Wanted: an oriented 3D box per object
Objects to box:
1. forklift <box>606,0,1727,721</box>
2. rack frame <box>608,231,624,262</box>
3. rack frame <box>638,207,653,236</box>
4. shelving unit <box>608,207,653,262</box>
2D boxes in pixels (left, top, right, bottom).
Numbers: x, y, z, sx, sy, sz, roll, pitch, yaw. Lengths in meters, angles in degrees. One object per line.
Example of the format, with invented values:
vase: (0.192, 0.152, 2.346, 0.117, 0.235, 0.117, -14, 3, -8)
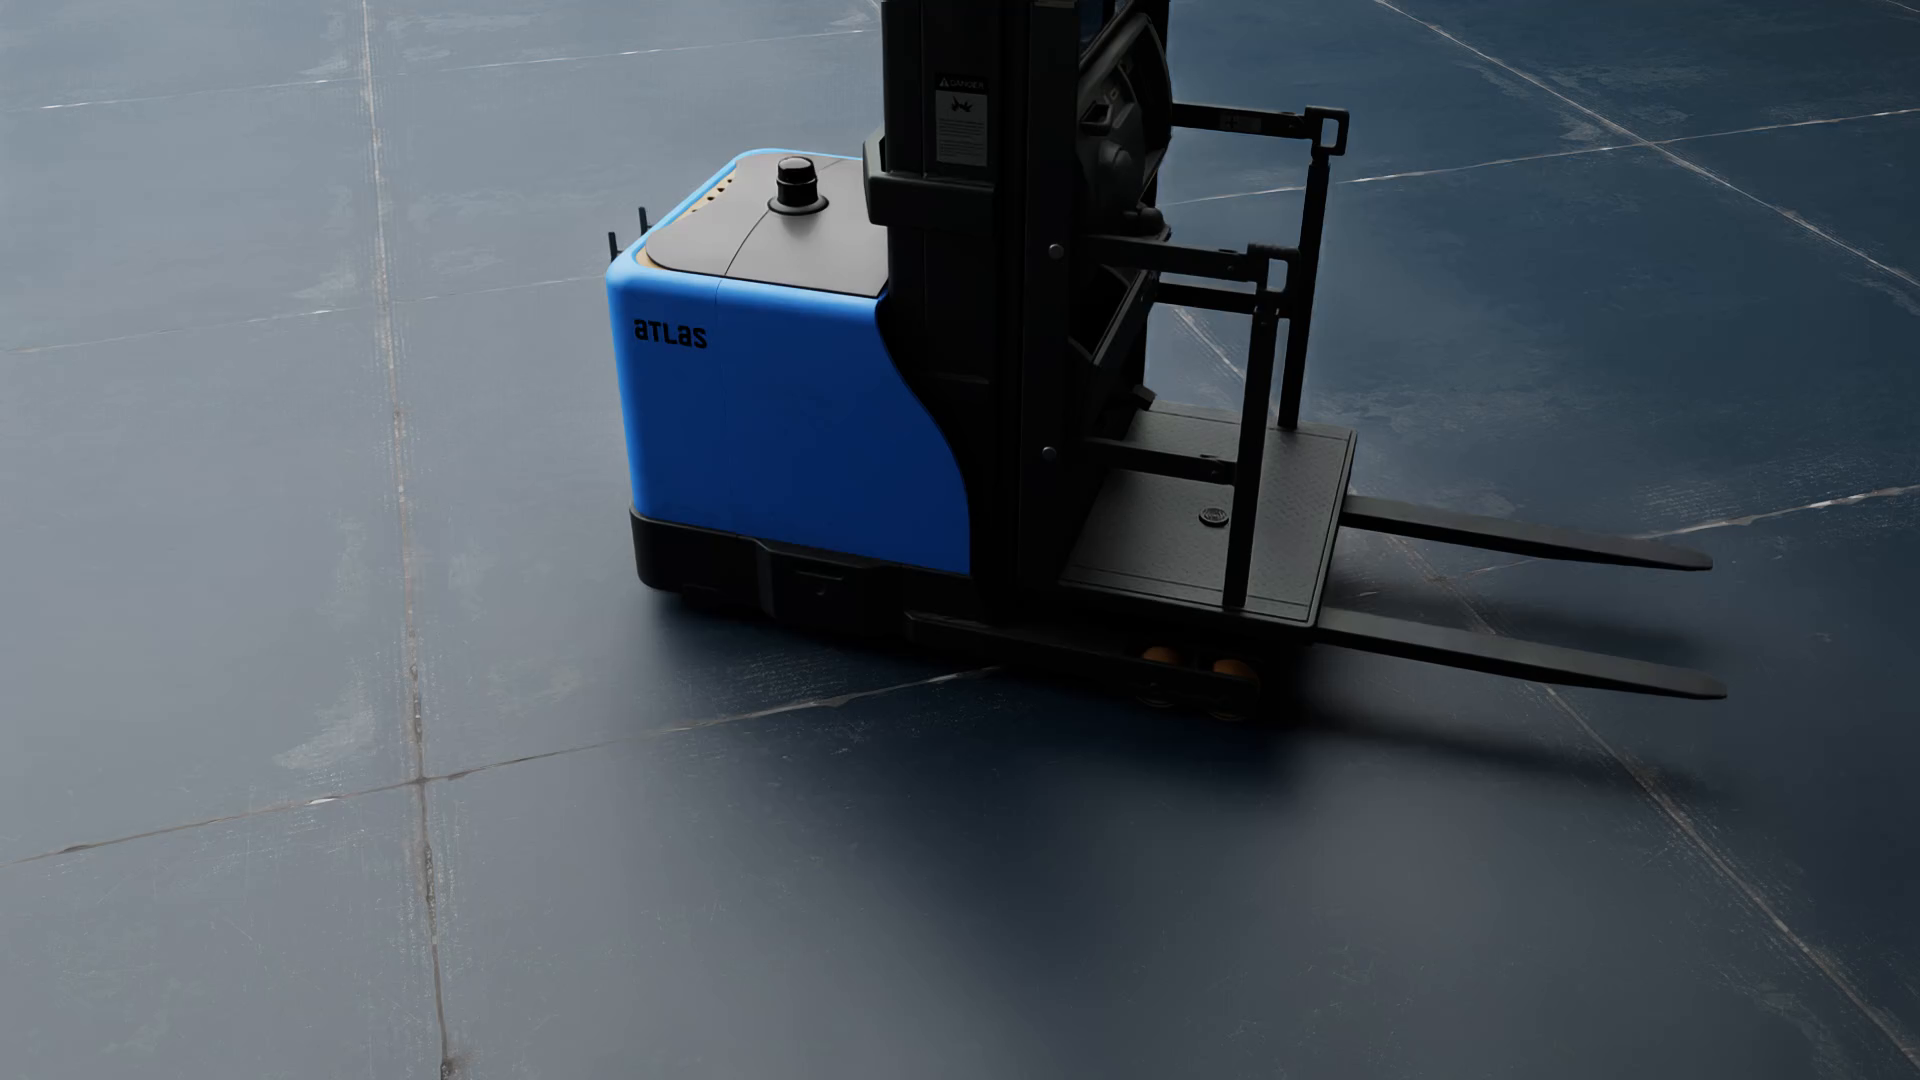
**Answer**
forklift: (0.611, -1.061, 4.197, 3.031, 2.935, 1.130, 10, 35, 14)
rack frame: (-0.948, -0.538, 5.247, 0.240, 0.900, 0.006, 10, 35, 15)
rack frame: (-0.887, -0.645, 5.409, 0.240, 0.900, 0.006, 10, 35, 15)
shelving unit: (-0.918, -0.592, 5.328, 0.258, 0.900, 0.210, 10, 35, 15)
